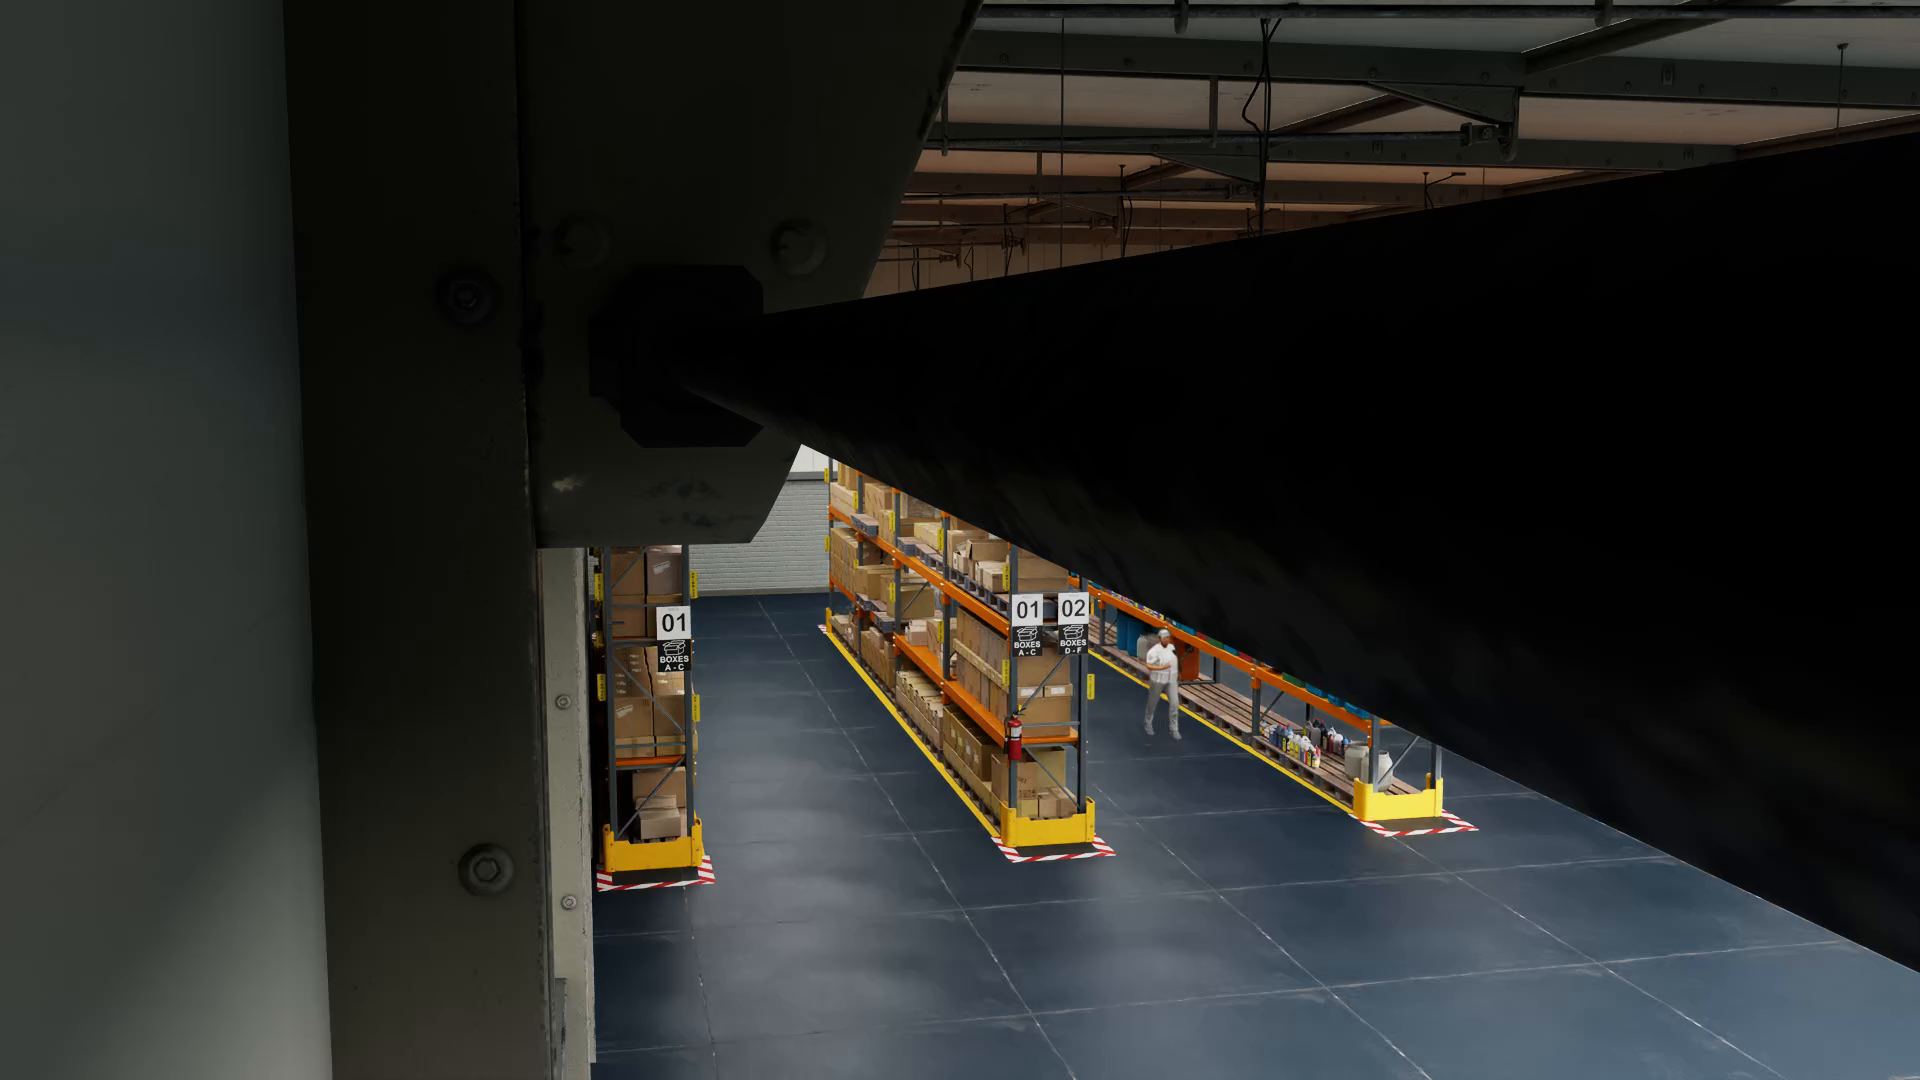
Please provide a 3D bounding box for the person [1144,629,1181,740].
[{"bbox_3d":[3.156,2.222,25.683,0.607,1.700,0.879,-2,7,-18],"label":"person"}]

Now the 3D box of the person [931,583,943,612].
[{"bbox_3d":[-0.550,1.169,36.738,0.654,1.648,0.652,-5,9,-38],"label":"person"}]
